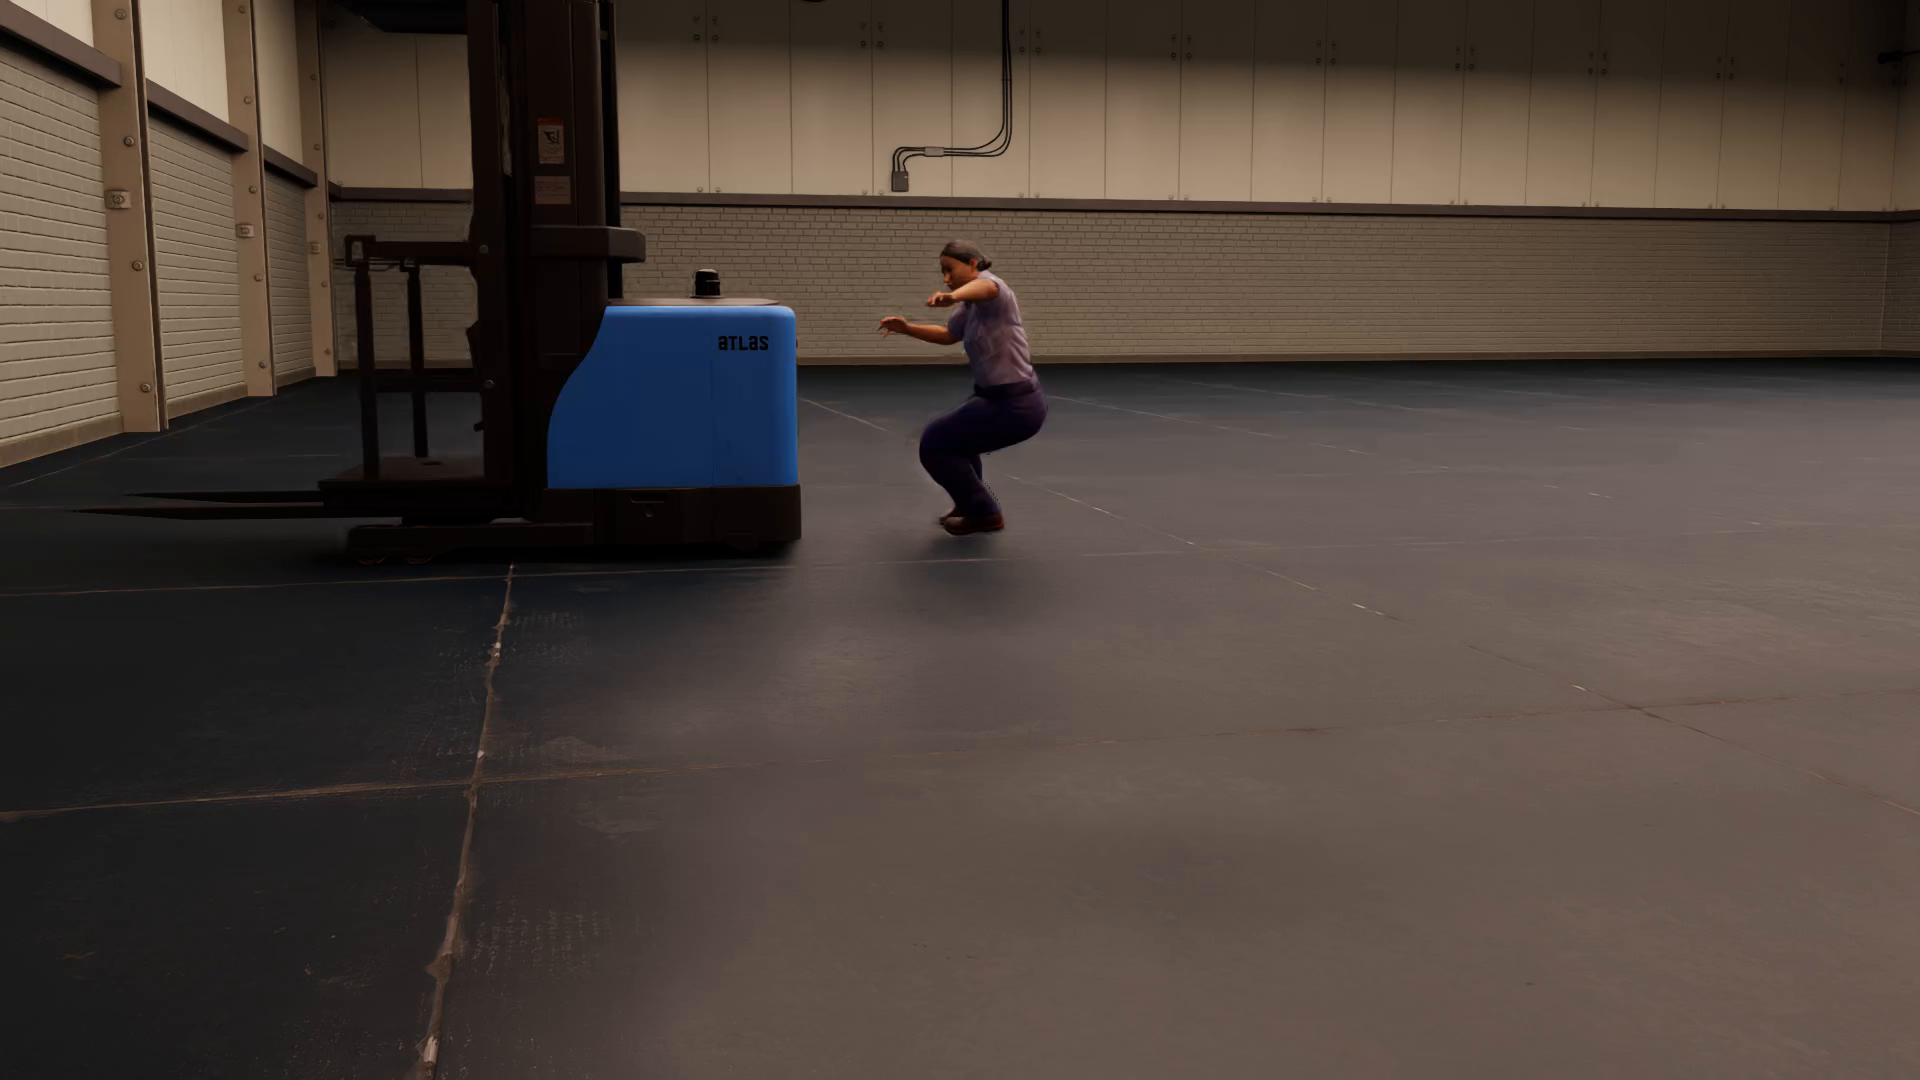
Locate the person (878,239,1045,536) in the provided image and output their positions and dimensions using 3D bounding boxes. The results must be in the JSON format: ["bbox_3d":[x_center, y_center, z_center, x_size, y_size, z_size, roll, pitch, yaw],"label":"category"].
[{"bbox_3d":[0.007,-0.646,7.503,0.760,1.358,1.529,0,8,0],"label":"person"}]

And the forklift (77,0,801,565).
[{"bbox_3d":[-2.244,-1.424,7.306,3.031,2.935,1.130,-1,8,-6],"label":"forklift"}]
